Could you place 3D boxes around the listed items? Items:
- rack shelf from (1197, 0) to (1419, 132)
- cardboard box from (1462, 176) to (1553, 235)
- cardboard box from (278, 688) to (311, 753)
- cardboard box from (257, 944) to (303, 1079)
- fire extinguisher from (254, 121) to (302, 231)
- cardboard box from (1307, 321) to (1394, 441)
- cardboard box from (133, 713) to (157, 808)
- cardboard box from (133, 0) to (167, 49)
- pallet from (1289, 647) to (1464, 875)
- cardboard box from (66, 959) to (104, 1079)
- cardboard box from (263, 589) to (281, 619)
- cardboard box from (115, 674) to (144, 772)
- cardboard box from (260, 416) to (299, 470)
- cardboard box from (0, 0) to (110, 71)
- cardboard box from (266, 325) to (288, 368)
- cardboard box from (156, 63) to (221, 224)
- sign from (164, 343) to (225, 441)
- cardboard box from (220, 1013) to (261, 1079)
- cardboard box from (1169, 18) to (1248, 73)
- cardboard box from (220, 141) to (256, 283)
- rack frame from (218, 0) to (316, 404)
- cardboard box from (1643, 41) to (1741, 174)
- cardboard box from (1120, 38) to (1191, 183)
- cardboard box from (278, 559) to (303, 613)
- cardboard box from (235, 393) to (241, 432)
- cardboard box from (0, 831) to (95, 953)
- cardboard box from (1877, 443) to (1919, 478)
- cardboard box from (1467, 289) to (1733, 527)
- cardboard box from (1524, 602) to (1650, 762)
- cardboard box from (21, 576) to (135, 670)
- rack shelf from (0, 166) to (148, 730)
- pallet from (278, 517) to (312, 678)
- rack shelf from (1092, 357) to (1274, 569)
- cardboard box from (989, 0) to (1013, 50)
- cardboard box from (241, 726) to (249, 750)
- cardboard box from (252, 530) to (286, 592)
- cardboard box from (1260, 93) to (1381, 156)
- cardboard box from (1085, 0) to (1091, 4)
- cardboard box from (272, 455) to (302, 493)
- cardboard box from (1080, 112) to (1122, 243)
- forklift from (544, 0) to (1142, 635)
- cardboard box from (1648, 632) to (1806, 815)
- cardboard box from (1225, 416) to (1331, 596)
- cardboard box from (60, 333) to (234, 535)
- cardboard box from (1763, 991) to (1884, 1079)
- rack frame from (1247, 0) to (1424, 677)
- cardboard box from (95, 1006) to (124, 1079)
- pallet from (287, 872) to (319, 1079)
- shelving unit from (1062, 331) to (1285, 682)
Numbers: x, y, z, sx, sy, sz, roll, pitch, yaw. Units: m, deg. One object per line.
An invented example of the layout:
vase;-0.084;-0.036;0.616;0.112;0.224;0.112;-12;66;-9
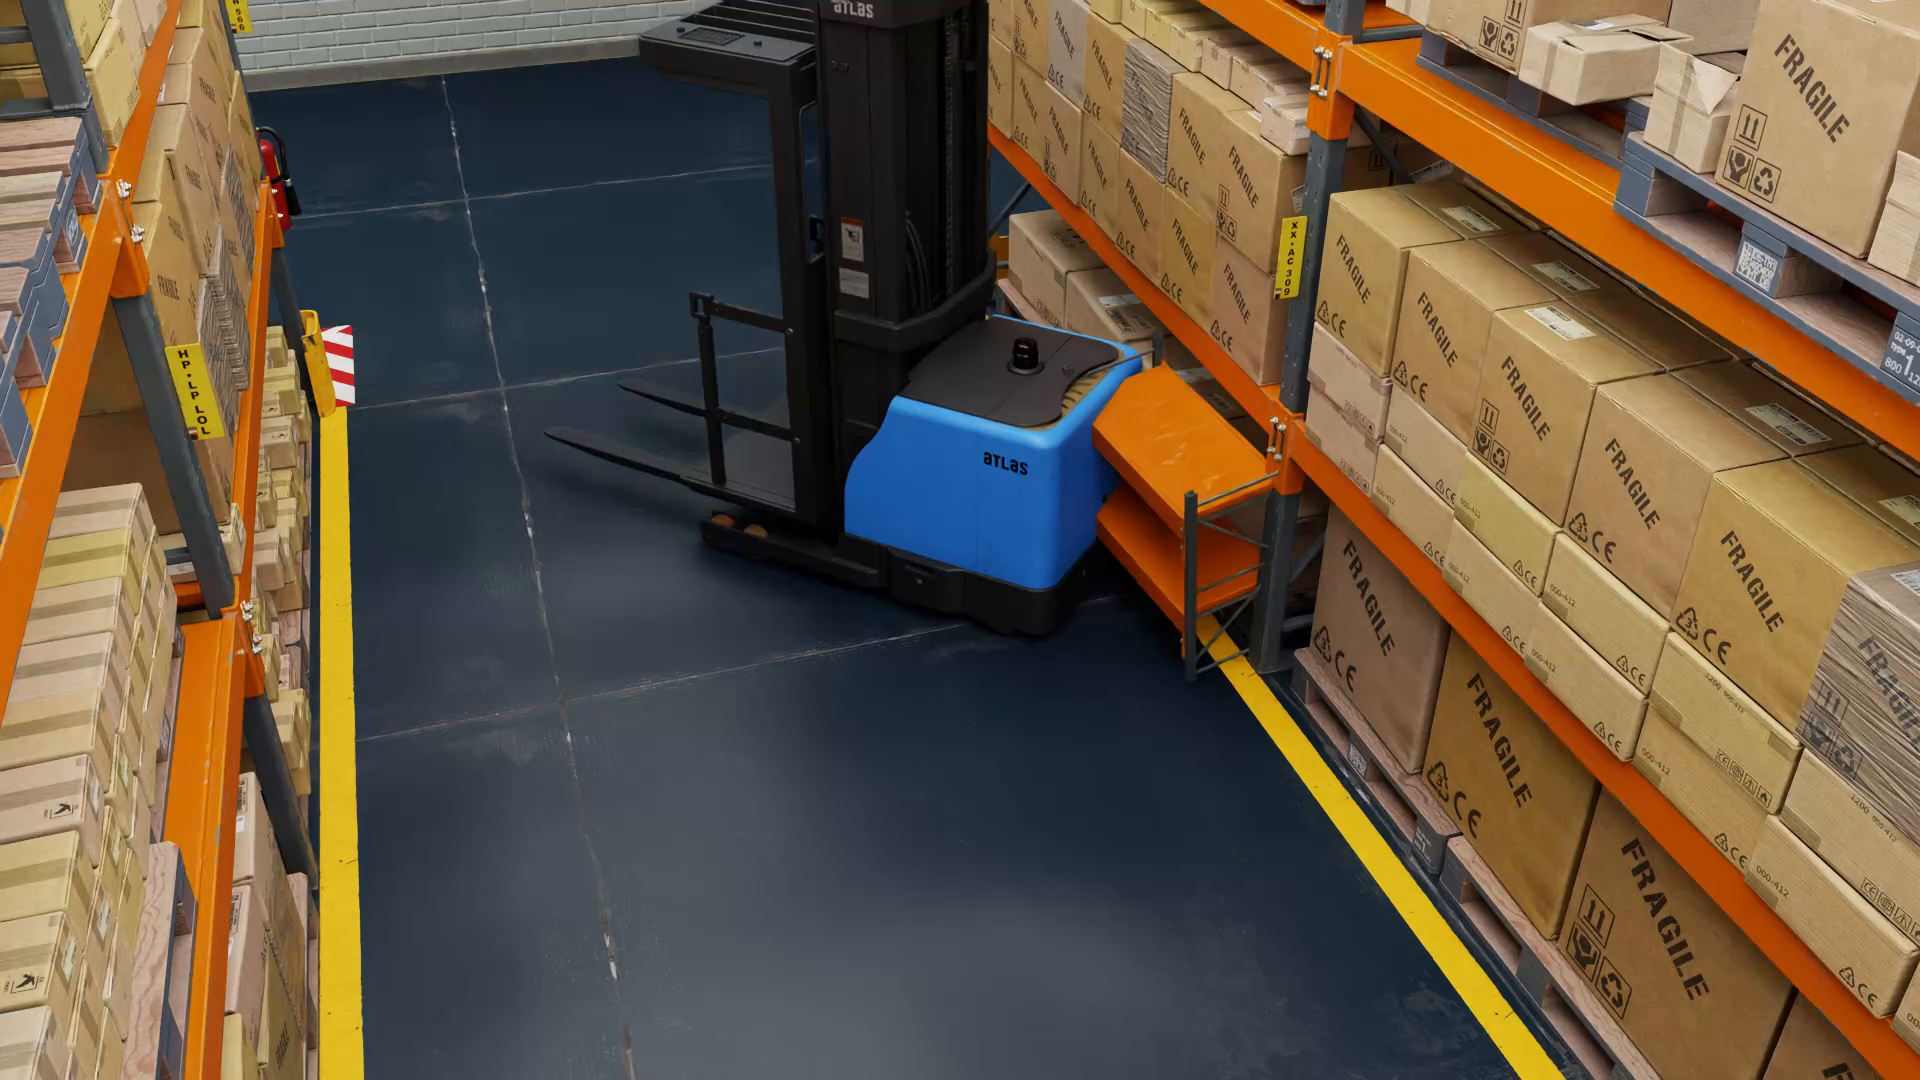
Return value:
rack shelf;1.167;-2.766;7.647;1.077;0.370;4.000;-10;35;-15
cardboard box;2.152;-1.031;6.092;0.500;0.500;0.500;-9;34;-13
cardboard box;-2.792;0.750;6.599;0.380;0.149;0.250;-9;35;-13
cardboard box;-2.284;1.604;4.988;0.500;0.500;0.500;-11;35;-16
fire extinguisher;-3.764;-2.002;8.967;0.296;0.674;0.183;-10;35;-15
cardboard box;1.643;-0.632;6.169;0.500;0.250;0.500;-11;35;-16
cardboard box;-2.366;0.625;4.431;0.380;0.149;0.250;-12;35;-17
cardboard box;-3.098;-1.894;5.811;0.500;0.250;0.500;-9;34;-13
pallet;2.084;0.791;6.862;1.003;0.211;1.213;-10;35;-15
cardboard box;-2.036;1.063;3.498;0.380;0.149;0.250;-10;35;-15
cardboard box;-3.124;0.236;7.107;0.380;0.149;0.250;-8;34;-13
cardboard box;-2.355;0.513;4.329;0.380;0.149;0.250;-11;35;-16
cardboard box;-3.348;-0.444;7.866;0.380;0.149;0.250;-9;34;-13
cardboard box;-2.825;-1.570;4.867;0.500;0.250;0.500;-9;34;-13
cardboard box;-3.724;-0.978;8.675;0.380;0.149;0.250;-10;35;-14
cardboard box;-3.264;-1.549;6.606;0.500;0.500;0.500;-11;35;-16
sign;-2.379;-0.458;5.172;0.100;0.325;0.005;-10;35;-15
cardboard box;-2.119;1.571;4.358;0.500;0.250;0.500;-12;35;-17
cardboard box;1.131;-2.147;7.192;0.380;0.149;0.250;-10;35;-15
cardboard box;-3.428;-1.417;7.313;0.500;0.500;0.500;-10;35;-15
rack frame;-4.126;-1.980;8.525;1.000;3.000;0.127;-10;35;-15
cardboard box;2.001;-1.117;4.240;0.396;0.266;0.258;-7;34;-11
cardboard box;1.059;-1.959;7.495;0.500;0.500;0.500;-10;35;-14
cardboard box;-3.146;0.215;7.409;0.380;0.149;0.250;-11;35;-16
cardboard box;-3.054;-0.520;6.544;0.380;0.149;0.250;-9;35;-14
cardboard box;-2.117;0.805;3.618;0.380;0.149;0.250;-10;35;-15
cardboard box;2.776;0.043;4.466;0.500;0.500;0.500;-9;35;-13
cardboard box;1.970;-0.418;5.164;0.500;0.500;0.500;-11;35;-16
cardboard box;2.104;0.380;5.090;0.500;0.250;0.500;-11;35;-16
cardboard box;-2.438;0.257;4.448;0.380;0.149;0.250;-11;35;-16
rack shelf;-2.296;0.219;3.129;1.077;0.370;4.000;-10;35;-15
pallet;-3.521;0.296;7.611;1.003;0.211;1.213;-10;35;-15
rack shelf;0.926;-0.354;7.210;0.538;0.278;1.000;-21;43;-16
cardboard box;0.432;-3.024;9.108;0.500;0.500;0.500;-11;35;-16
cardboard box;-2.814;0.671;6.179;0.380;0.149;0.250;-9;34;-13
cardboard box;-3.067;0.111;7.026;0.380;0.149;0.250;-9;35;-14
cardboard box;1.380;-1.603;6.368;0.380;0.149;0.250;-11;35;-16
cardboard box;0.783;-2.678;7.996;0.380;0.149;0.250;-10;35;-14
cardboard box;-3.363;-0.318;7.946;0.380;0.149;0.250;-10;35;-14
cardboard box;0.917;-1.815;8.186;0.500;0.500;0.500;-9;34;-13
forklift;-0.690;-1.366;7.659;3.031;2.935;1.130;17;37;23
cardboard box;2.272;0.444;4.540;0.500;0.250;0.500;-11;35;-16
cardboard box;1.688;-0.219;7.803;0.875;0.438;0.875;-11;35;-15
cardboard box;-2.817;-0.348;5.695;0.500;0.500;0.500;-11;35;-16
cardboard box;2.866;1.670;4.548;0.875;0.875;0.875;-10;35;-15
rack frame;1.777;-0.765;6.687;1.000;3.000;0.127;-10;35;-15
cardboard box;-2.037;1.186;3.582;0.380;0.149;0.250;-10;35;-14
pallet;-2.667;1.692;5.497;1.003;0.211;1.213;-10;35;-15
shelving unit;0.952;-0.136;7.403;0.538;1.125;1.048;-21;43;-16
